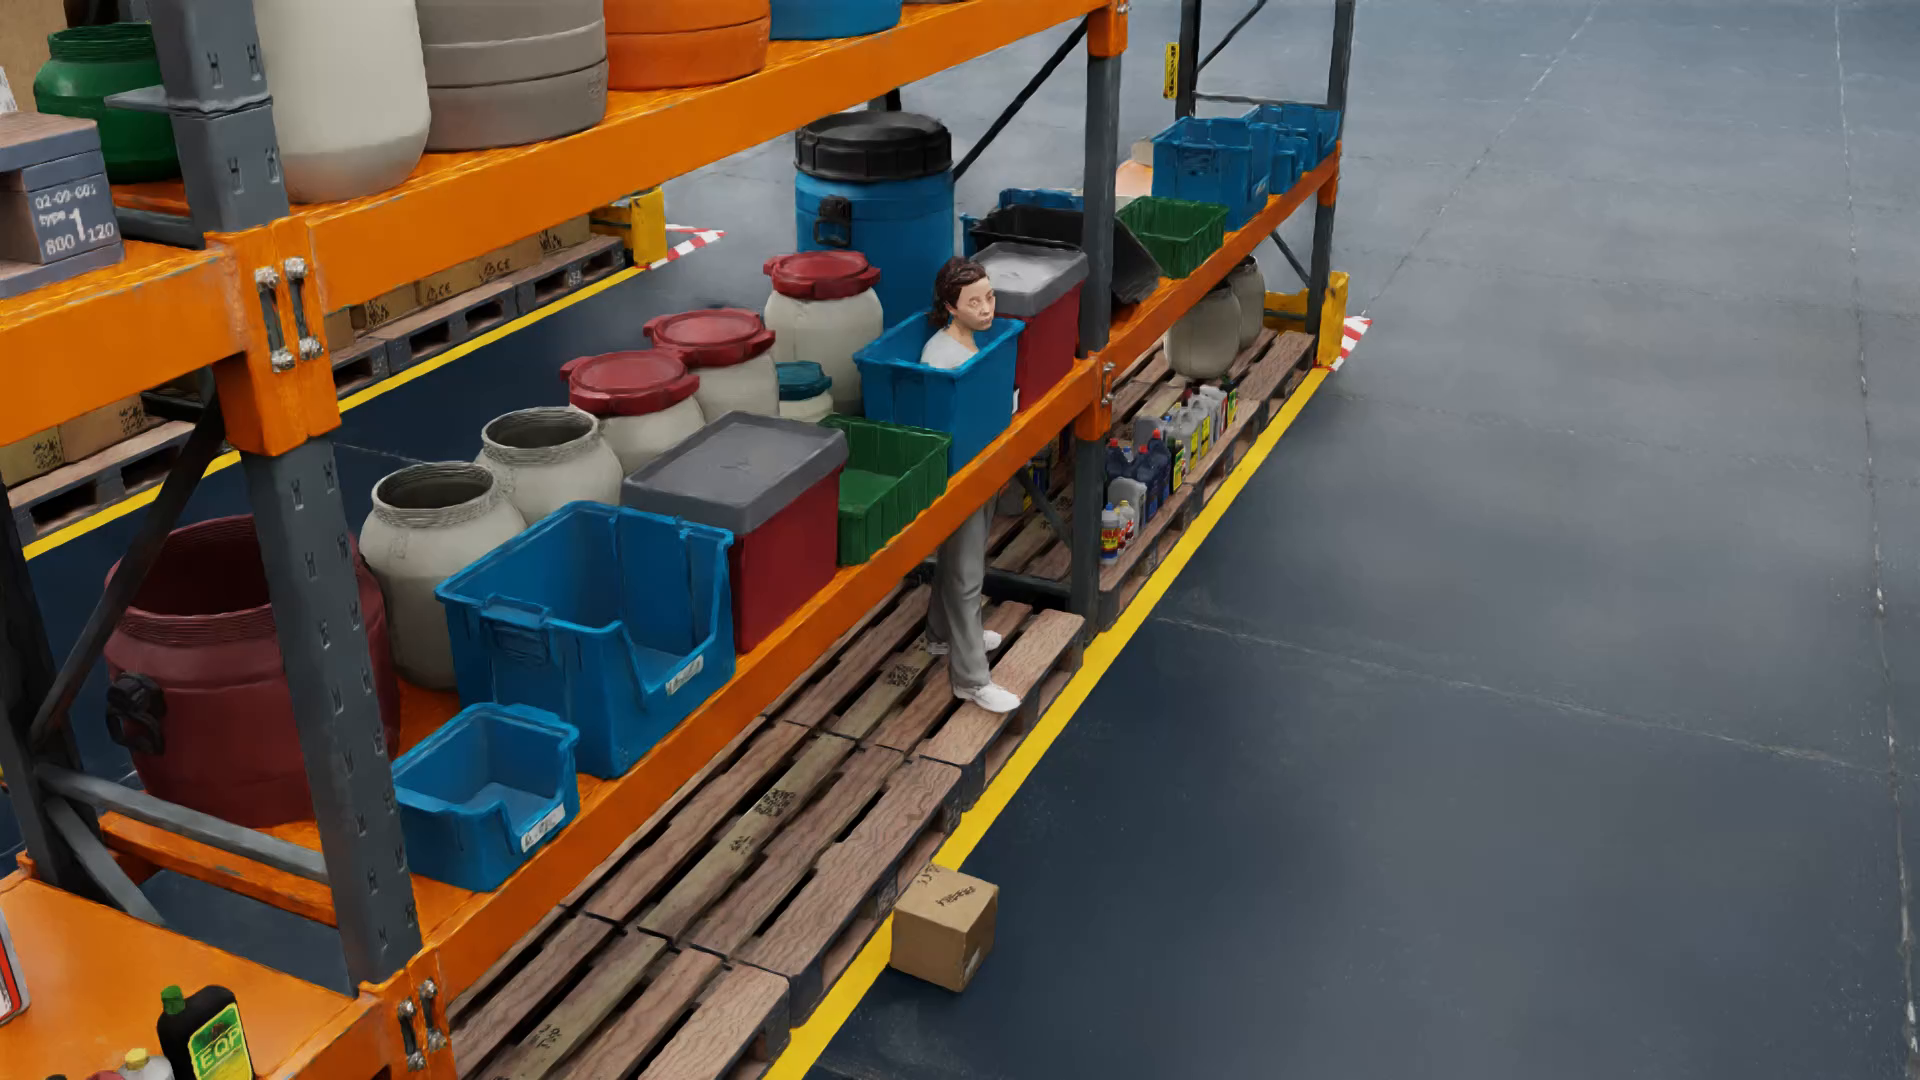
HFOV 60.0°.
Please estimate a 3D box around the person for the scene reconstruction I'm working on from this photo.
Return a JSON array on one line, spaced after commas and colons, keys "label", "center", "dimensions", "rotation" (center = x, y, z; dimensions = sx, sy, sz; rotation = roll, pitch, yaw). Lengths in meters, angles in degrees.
[{"label": "person", "center": [0.041, -0.205, 6.023], "dimensions": [0.568, 1.667, 0.612], "rotation": [16, 30, 29]}]
